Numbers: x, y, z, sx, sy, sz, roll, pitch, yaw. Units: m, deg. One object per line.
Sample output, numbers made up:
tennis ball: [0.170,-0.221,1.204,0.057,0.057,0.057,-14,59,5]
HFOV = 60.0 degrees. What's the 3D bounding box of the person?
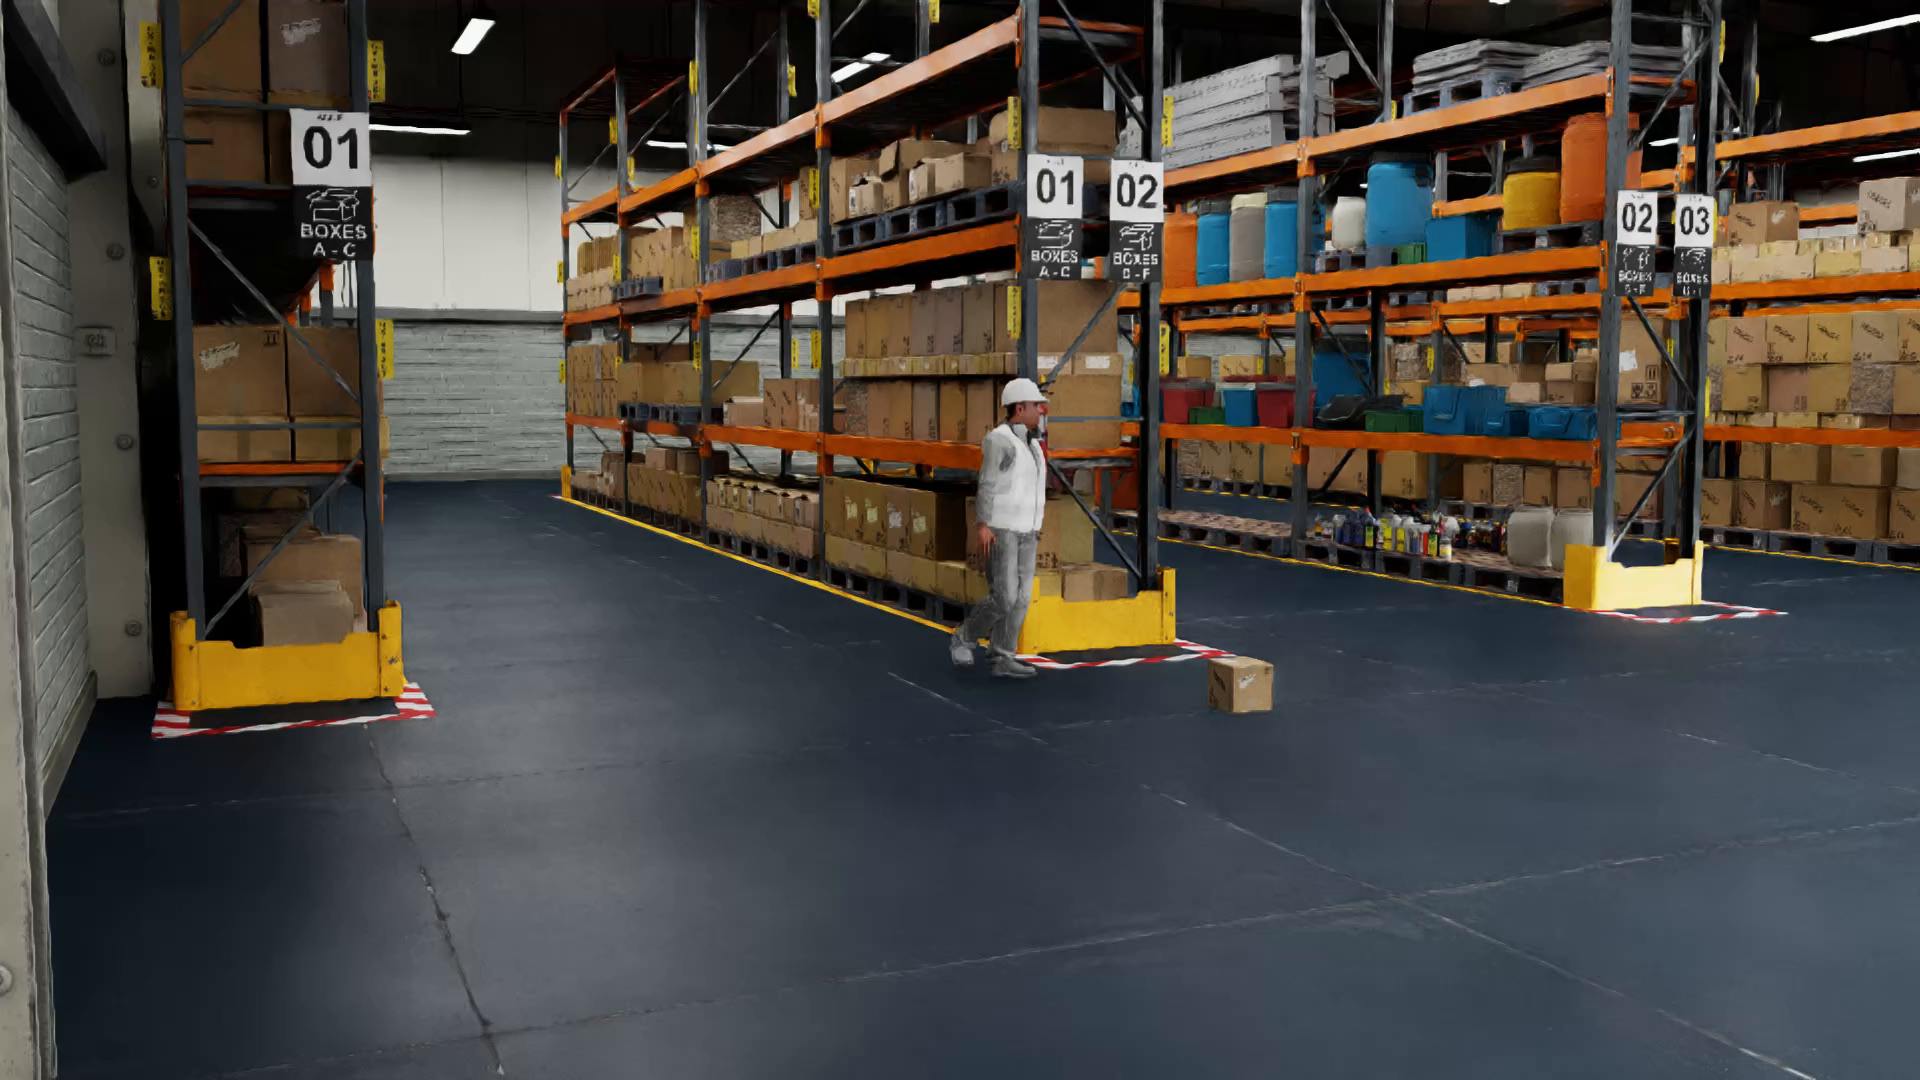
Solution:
person: [0.241,-0.069,9.832,0.558,1.766,0.586,3,6,32]
